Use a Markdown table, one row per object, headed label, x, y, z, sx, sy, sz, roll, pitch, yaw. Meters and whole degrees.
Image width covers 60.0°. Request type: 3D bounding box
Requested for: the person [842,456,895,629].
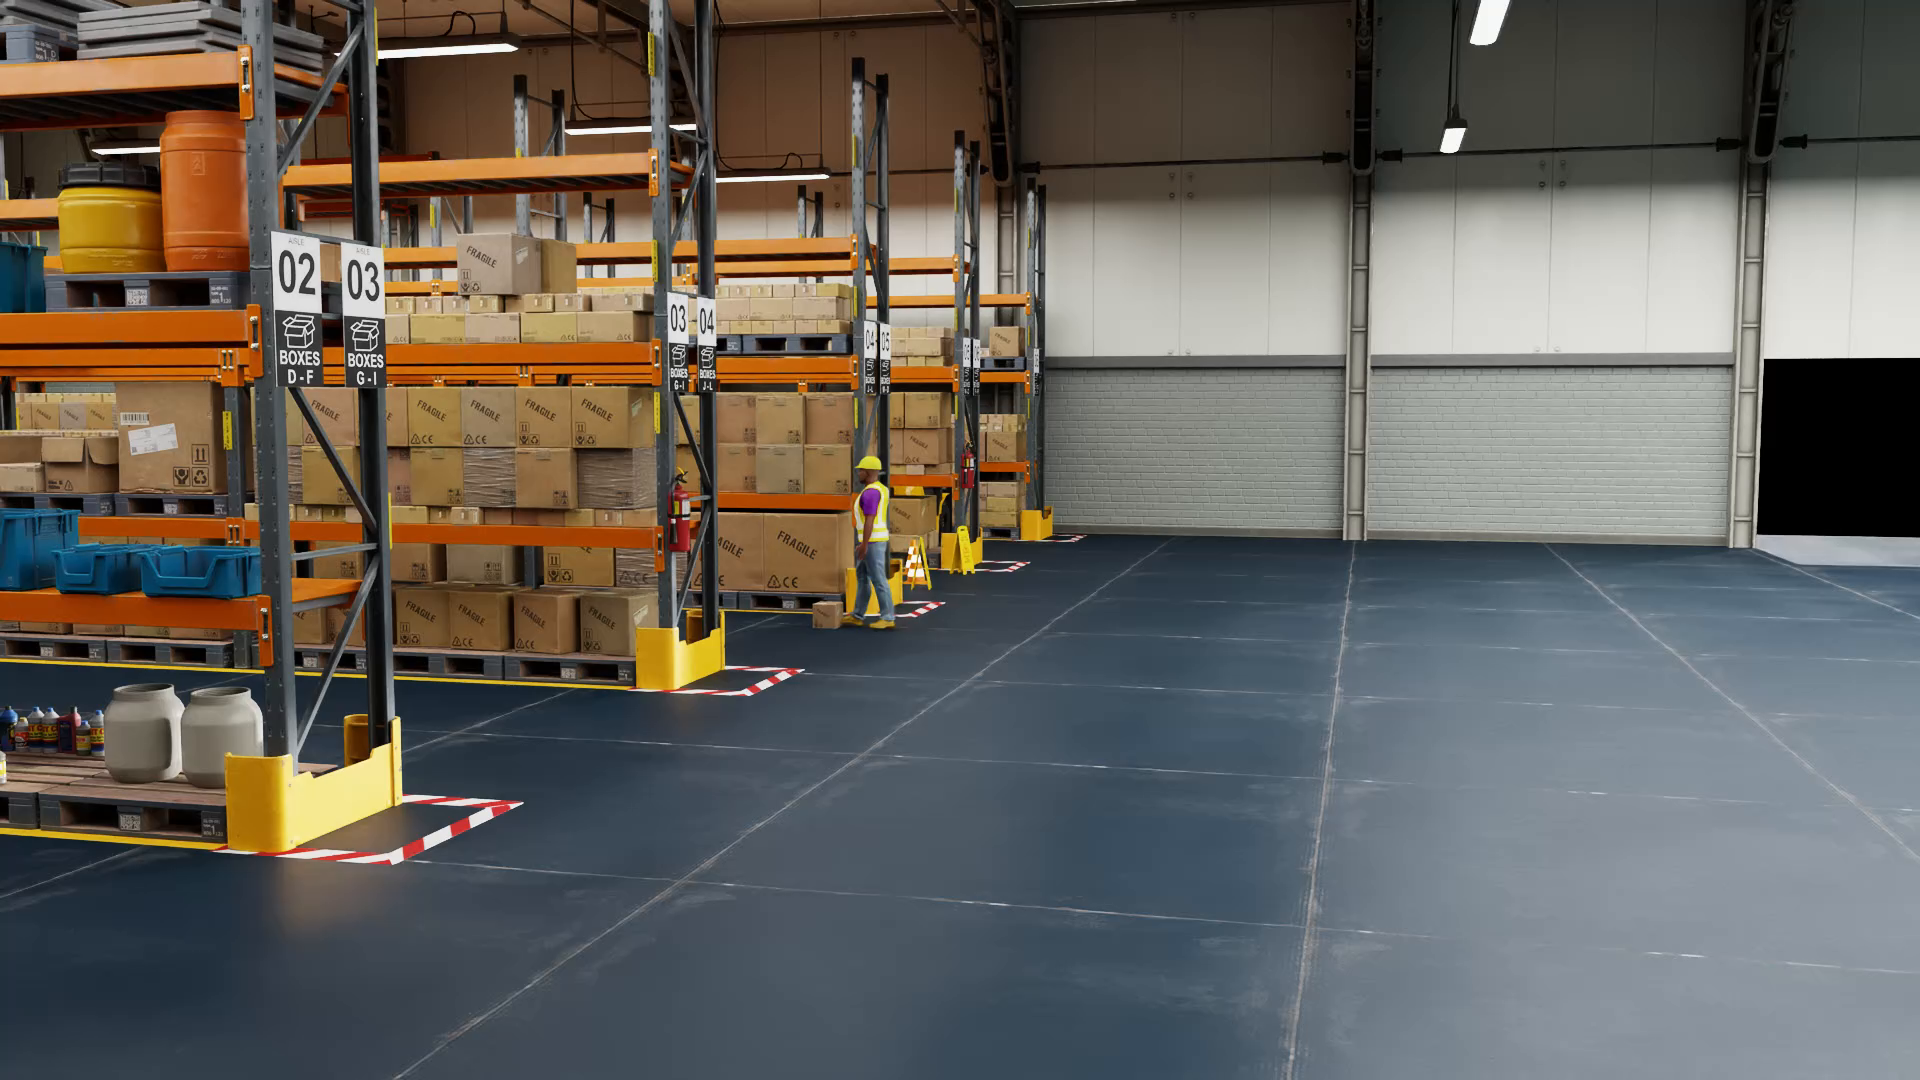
| label | x | y | z | sx | sy | sz | roll | pitch | yaw |
| --- | --- | --- | --- | --- | --- | --- | --- | --- | --- |
| person | -0.985 | 0.025 | 17.011 | 0.643 | 1.758 | 0.601 | 0 | 5 | 0 |
